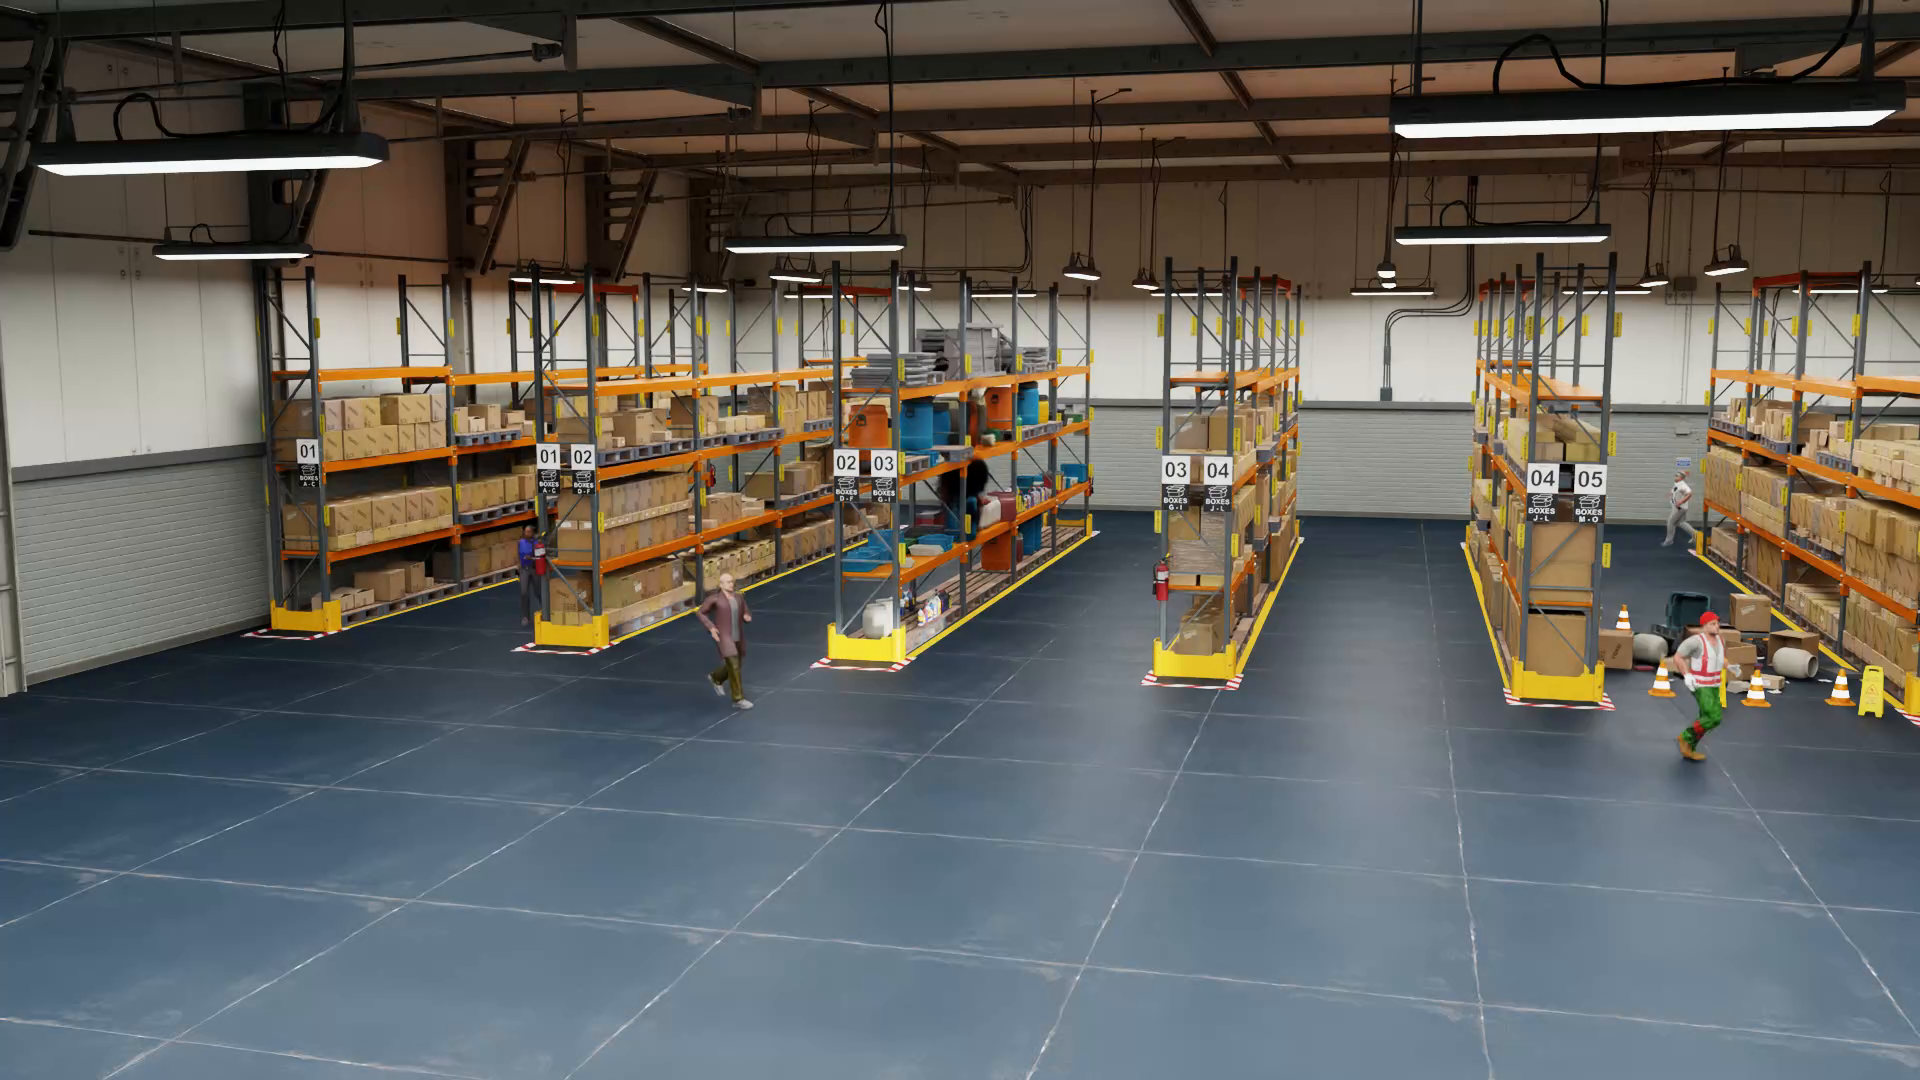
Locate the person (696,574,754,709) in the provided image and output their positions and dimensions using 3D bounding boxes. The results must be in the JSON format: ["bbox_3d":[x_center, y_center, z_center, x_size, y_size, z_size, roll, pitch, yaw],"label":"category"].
[{"bbox_3d":[-3.072,1.320,22.084,1.027,1.755,0.698,7,10,42],"label":"person"}]

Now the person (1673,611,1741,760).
[{"bbox_3d":[8.675,1.697,19.219,0.632,1.748,0.601,-4,8,-29],"label":"person"}]

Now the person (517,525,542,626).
[{"bbox_3d":[-7.303,0.566,28.354,0.567,1.661,0.915,0,7,3],"label":"person"}]

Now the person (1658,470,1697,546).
[{"bbox_3d":[16.608,-0.722,38.290,0.895,1.799,0.668,3,8,22],"label":"person"}]
